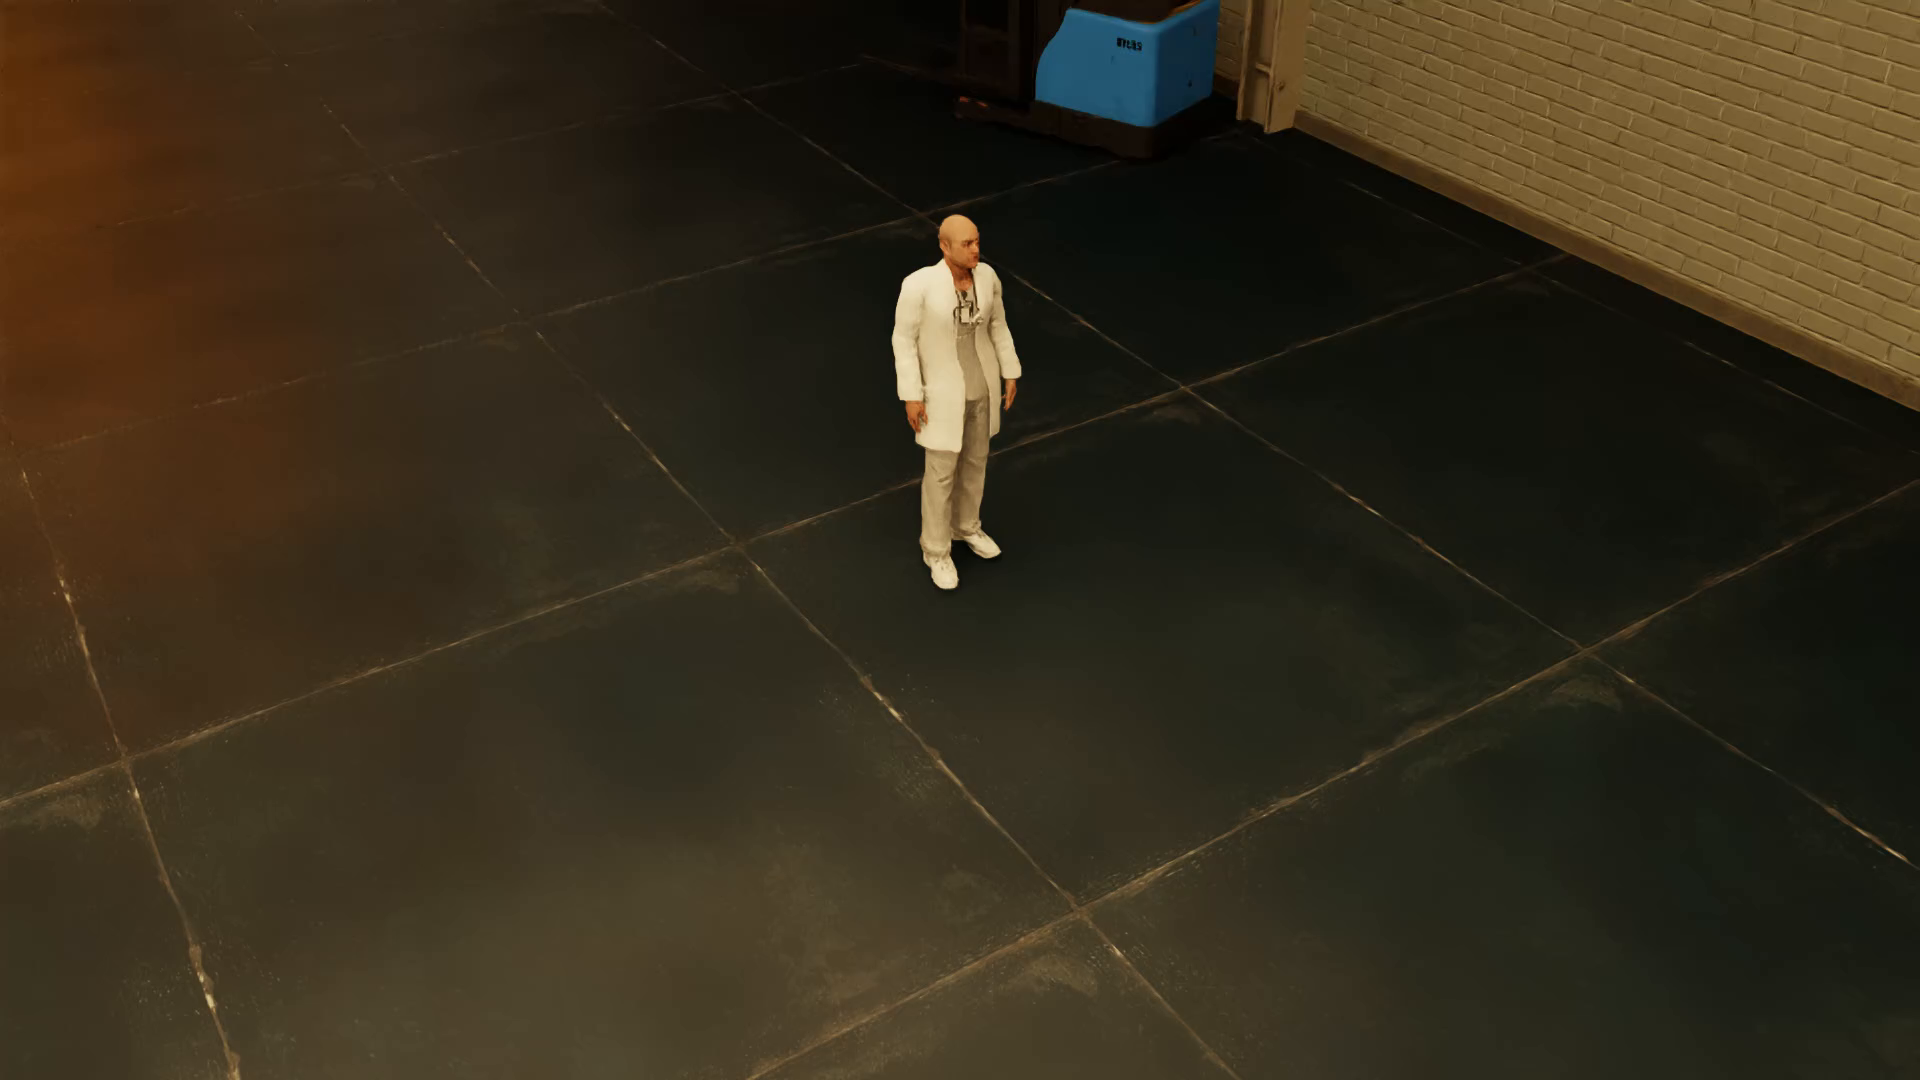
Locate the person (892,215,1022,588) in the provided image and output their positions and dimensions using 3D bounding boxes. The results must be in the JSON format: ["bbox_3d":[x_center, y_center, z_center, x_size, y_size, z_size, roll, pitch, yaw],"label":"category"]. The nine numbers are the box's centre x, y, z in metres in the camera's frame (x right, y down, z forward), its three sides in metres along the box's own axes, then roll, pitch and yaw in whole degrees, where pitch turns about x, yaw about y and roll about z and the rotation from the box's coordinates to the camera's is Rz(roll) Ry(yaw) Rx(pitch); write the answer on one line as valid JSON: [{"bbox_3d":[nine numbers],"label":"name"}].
[{"bbox_3d":[0.046,-0.688,8.117,0.694,1.776,0.579,-21,40,-27],"label":"person"}]

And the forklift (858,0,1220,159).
[{"bbox_3d":[0.537,-4.805,12.986,3.031,2.935,1.130,23,41,29],"label":"forklift"}]
